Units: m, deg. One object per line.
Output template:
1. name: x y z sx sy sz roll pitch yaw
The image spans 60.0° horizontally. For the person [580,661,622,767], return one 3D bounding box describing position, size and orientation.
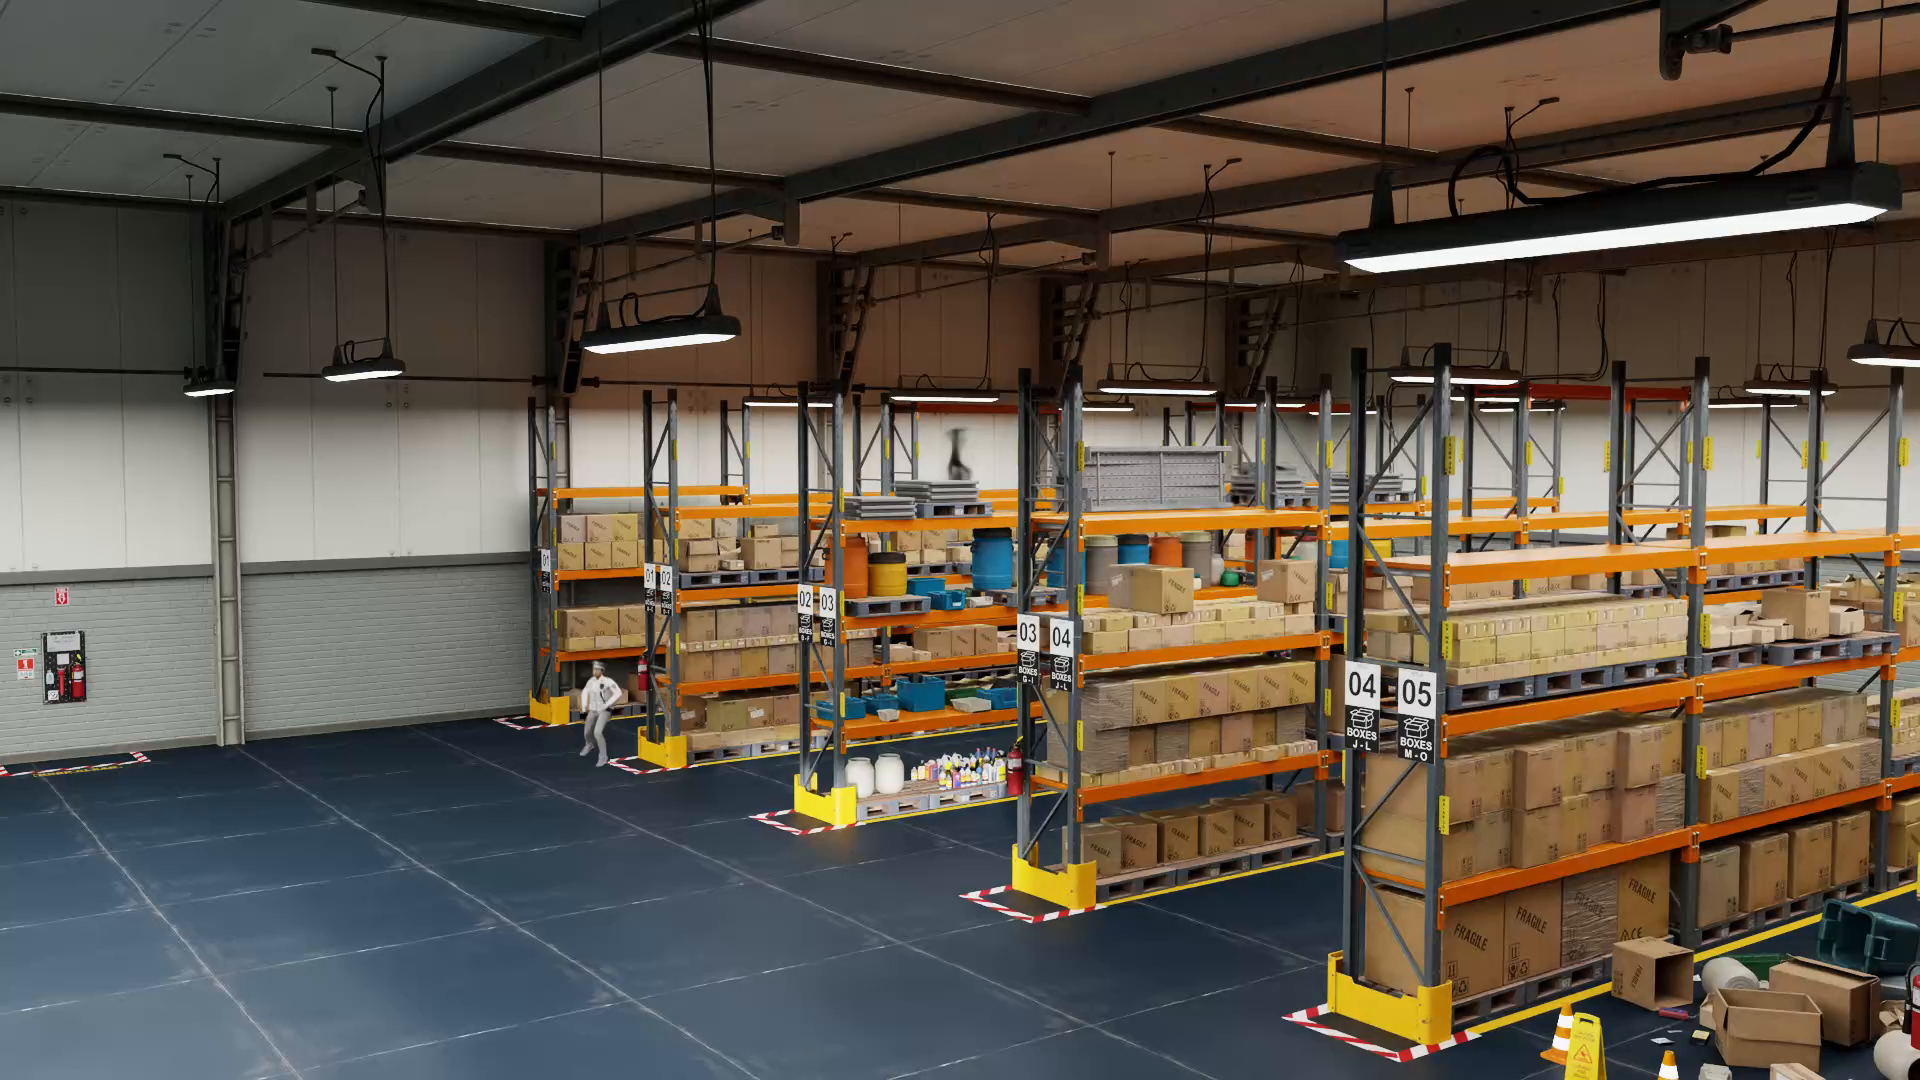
1. person: -5.848 2.771 26.804 0.841 1.688 0.713 1 4 18
